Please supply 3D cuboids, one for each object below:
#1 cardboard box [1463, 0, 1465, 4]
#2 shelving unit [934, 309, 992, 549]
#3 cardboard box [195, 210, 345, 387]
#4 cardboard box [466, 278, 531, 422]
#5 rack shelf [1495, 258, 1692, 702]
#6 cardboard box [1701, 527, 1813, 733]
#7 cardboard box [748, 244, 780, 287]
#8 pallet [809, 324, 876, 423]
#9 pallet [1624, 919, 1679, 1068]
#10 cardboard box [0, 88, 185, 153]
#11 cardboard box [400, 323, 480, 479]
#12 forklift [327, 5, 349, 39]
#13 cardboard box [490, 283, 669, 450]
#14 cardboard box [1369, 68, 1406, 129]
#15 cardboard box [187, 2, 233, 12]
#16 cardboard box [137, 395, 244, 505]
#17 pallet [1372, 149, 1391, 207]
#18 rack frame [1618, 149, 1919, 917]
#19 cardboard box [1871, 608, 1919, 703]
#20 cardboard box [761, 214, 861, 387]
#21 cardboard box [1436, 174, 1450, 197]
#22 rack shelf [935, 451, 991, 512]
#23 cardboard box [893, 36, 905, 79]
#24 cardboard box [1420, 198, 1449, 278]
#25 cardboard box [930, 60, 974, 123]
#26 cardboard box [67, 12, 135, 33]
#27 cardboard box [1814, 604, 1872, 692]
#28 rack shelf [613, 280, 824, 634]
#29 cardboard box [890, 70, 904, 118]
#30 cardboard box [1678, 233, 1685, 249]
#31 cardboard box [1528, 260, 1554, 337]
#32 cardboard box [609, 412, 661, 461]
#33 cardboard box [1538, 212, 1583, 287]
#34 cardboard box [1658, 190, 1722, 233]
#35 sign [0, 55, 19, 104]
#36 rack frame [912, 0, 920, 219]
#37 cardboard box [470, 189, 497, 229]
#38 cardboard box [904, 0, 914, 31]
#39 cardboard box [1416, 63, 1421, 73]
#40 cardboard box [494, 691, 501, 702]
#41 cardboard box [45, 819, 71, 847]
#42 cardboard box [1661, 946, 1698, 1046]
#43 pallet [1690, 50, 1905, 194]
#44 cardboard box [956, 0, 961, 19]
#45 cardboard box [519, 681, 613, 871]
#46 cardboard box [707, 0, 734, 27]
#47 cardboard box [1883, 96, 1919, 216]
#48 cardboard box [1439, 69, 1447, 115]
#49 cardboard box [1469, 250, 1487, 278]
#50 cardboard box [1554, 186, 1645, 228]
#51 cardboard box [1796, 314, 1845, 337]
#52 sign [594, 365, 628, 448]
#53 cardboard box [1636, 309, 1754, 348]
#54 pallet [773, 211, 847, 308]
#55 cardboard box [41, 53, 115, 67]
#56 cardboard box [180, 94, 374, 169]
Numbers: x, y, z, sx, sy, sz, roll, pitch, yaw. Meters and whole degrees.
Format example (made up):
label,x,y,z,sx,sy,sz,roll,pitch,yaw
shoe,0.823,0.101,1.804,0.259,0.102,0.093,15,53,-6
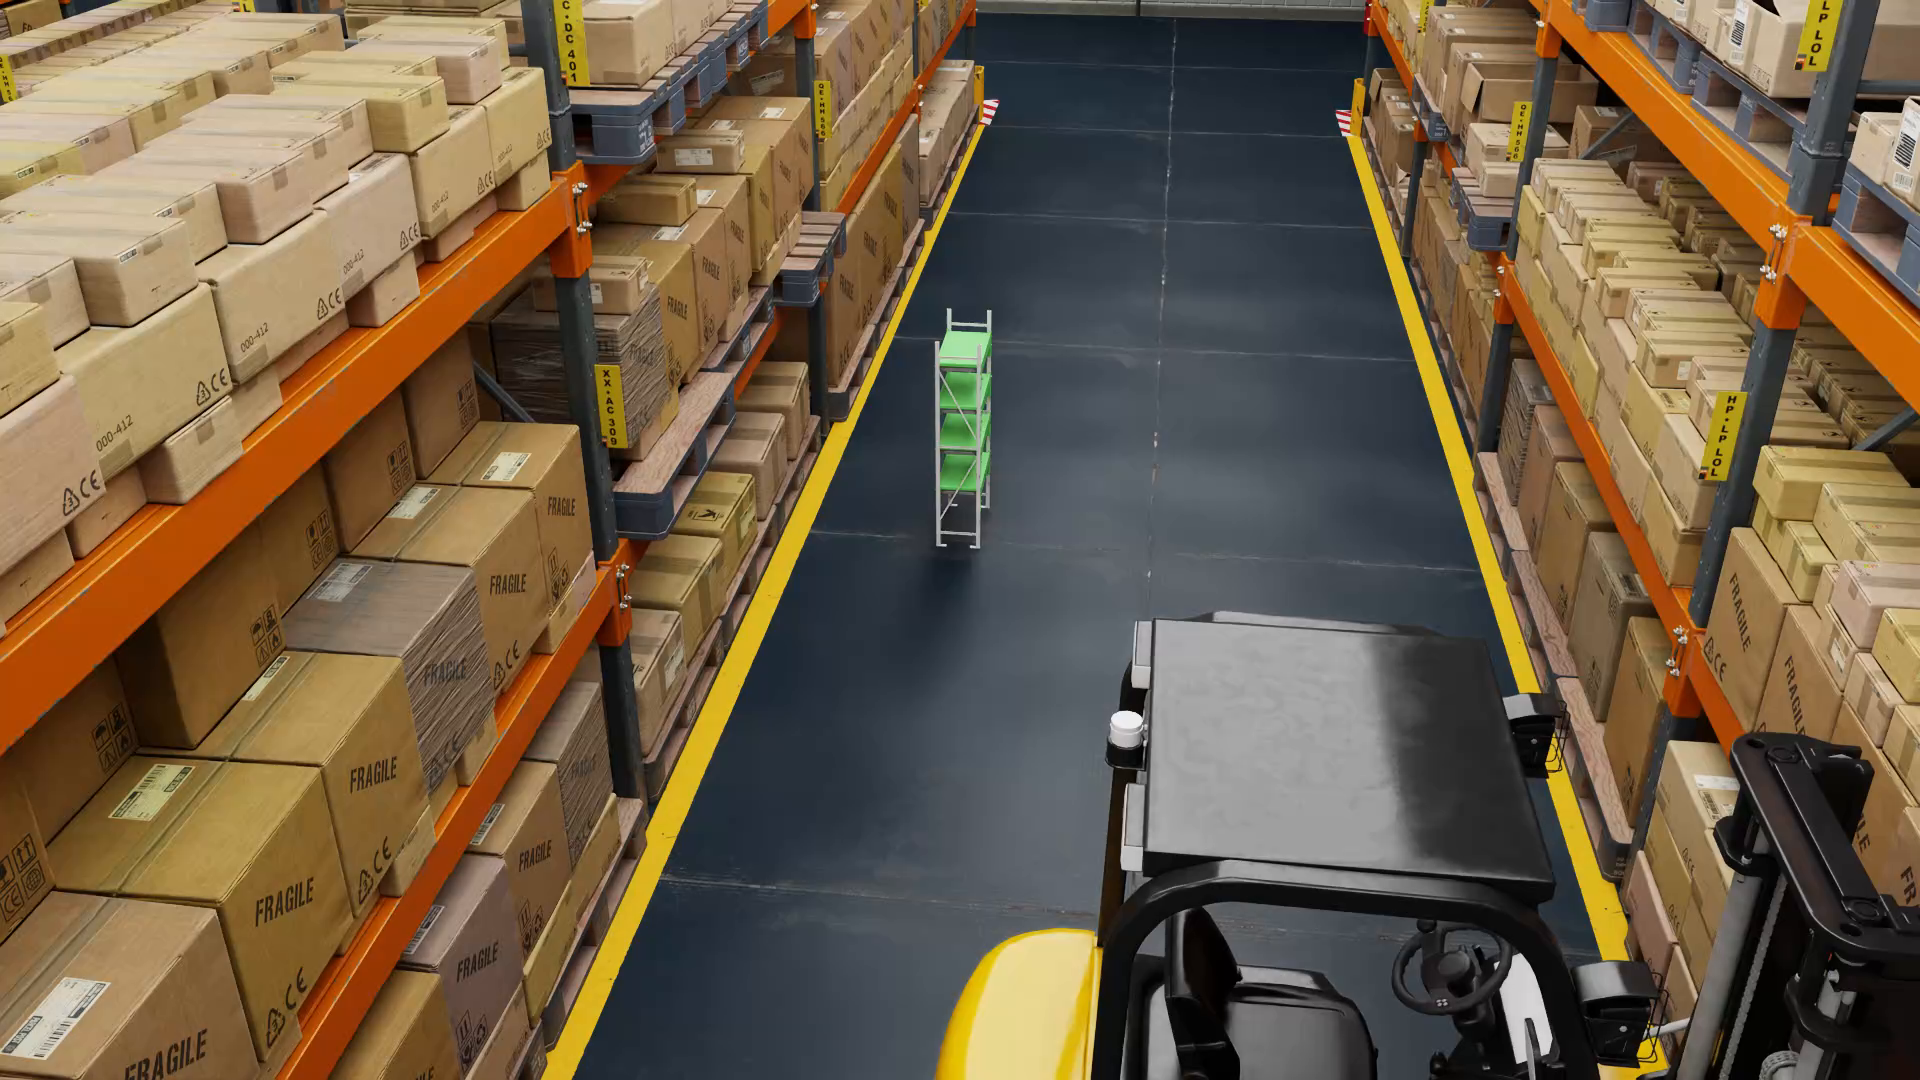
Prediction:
label,x,y,z,sx,sy,sz,roll,pitch,yaw
cardboard box,4.592,-4.606,14.482,0.500,0.250,0.500,3,28,6
shelving unit,0.020,-0.606,9.110,0.258,1.200,0.503,3,28,6
cardboard box,-1.789,-0.578,3.842,0.500,0.250,0.500,4,29,7
cardboard box,-1.989,-0.724,6.569,0.500,0.500,0.500,3,28,5
rack shelf,3.354,-0.471,7.720,1.077,0.370,4.000,3,28,6
cardboard box,2.796,0.303,5.419,0.500,0.500,0.500,3,28,5
cardboard box,-1.140,-1.422,8.549,0.380,0.149,0.250,4,29,7
pallet,-1.156,-1.155,11.171,1.003,0.211,1.213,3,28,6
pallet,2.970,1.753,5.773,1.003,0.211,1.213,3,28,6
cardboard box,-2.263,-1.075,4.344,0.380,0.149,0.250,2,28,5
cardboard box,-2.087,-0.554,5.642,0.700,0.500,0.500,3,28,6
forklift,-3.099,-2.318,10.462,1.130,2.935,3.031,4,29,8
cardboard box,-1.476,-0.697,6.519,0.500,0.500,0.500,4,29,7
cardboard box,4.410,-4.298,16.255,0.797,0.503,0.637,2,28,4
cardboard box,-5.684,-4.027,12.756,0.380,0.149,0.250,2,28,5
cardboard box,-1.790,-0.206,3.572,0.380,0.149,0.250,4,29,7
pallet,4.321,-3.283,15.122,1.003,0.211,1.213,3,28,6
rack frame,3.109,0.154,5.802,1.000,3.000,0.127,3,28,6
cardboard box,2.672,0.314,4.402,0.380,0.149,0.250,3,28,5
cardboard box,-1.160,-1.586,10.828,0.875,0.875,0.875,3,28,6
cardboard box,3.824,-2.694,12.596,0.380,0.149,0.250,3,28,5
rack shelf,0.020,-0.339,9.254,0.258,0.148,0.480,3,28,6
cardboard box,-0.704,-3.595,12.392,0.500,0.250,0.500,4,29,7
cardboard box,3.751,-2.231,12.421,0.500,0.500,0.500,3,28,6
cardboard box,-0.329,-4.522,16.740,0.875,0.438,0.875,2,28,4
cardboard box,-6.393,-3.826,12.385,0.380,0.149,0.250,3,28,6
cardboard box,2.671,0.317,4.710,0.380,0.149,0.250,4,29,7
rack shelf,-1.573,-0.758,8.252,1.077,0.370,4.000,3,28,6
cardboard box,-0.706,-3.367,12.496,0.500,0.250,0.500,3,28,5
cardboard box,3.759,-1.415,8.345,0.500,0.250,0.500,4,29,7
cardboard box,3.236,-1.232,8.532,0.500,0.250,0.500,3,28,5
cardboard box,-1.436,-0.449,6.743,0.380,0.149,0.250,4,29,7
cardboard box,3.240,-1.453,8.415,0.500,0.250,0.500,4,29,8
cardboard box,3.747,-1.646,8.353,0.380,0.149,0.250,3,28,6
sign,-5.701,-2.735,9.943,0.100,0.325,0.005,3,28,6
rack frame,-0.837,-3.899,13.324,1.000,3.000,0.127,3,28,6
cardboard box,-1.672,-1.063,5.163,0.380,0.149,0.250,4,29,7
cardboard box,-0.643,-4.158,12.646,0.500,0.500,0.500,4,29,8
cardboard box,3.888,-3.790,13.387,0.380,0.149,0.250,4,29,8
cardboard box,-1.732,0.499,5.426,0.380,0.149,0.250,3,28,5
cardboard box,-2.384,0.833,4.123,0.500,0.500,0.500,3,28,6
cardboard box,2.674,1.628,5.522,0.500,0.250,0.500,3,28,5
pallet,3.204,-1.499,5.908,0.805,0.209,1.217,2,28,4
cardboard box,-0.273,-5.105,15.458,0.500,0.500,0.500,4,29,8
cardboard box,-1.624,0.857,6.163,0.500,0.500,0.500,3,28,5
cardboard box,-1.247,-2.301,6.912,0.500,0.250,0.500,3,28,6
cardboard box,2.765,-0.979,4.288,0.500,0.311,0.500,4,29,7
cardboard box,3.538,-3.106,11.552,0.396,0.266,0.258,5,29,9
cardboard box,3.595,-1.837,11.006,0.380,0.149,0.250,3,28,5
cardboard box,3.230,-1.678,8.412,0.380,0.149,0.250,4,29,8
cardboard box,3.548,-0.807,6.796,0.380,0.149,0.250,3,28,6
sign,-1.278,-0.486,6.077,0.100,0.325,0.005,3,28,6
cardboard box,3.021,-0.835,6.849,0.380,0.149,0.250,3,28,5
pallet,-1.309,-1.590,9.241,1.213,0.211,1.003,3,28,6
cardboard box,-5.906,-3.165,11.157,0.380,0.149,0.250,2,28,4
cardboard box,-1.752,-1.041,4.281,0.380,0.149,0.250,3,28,5
